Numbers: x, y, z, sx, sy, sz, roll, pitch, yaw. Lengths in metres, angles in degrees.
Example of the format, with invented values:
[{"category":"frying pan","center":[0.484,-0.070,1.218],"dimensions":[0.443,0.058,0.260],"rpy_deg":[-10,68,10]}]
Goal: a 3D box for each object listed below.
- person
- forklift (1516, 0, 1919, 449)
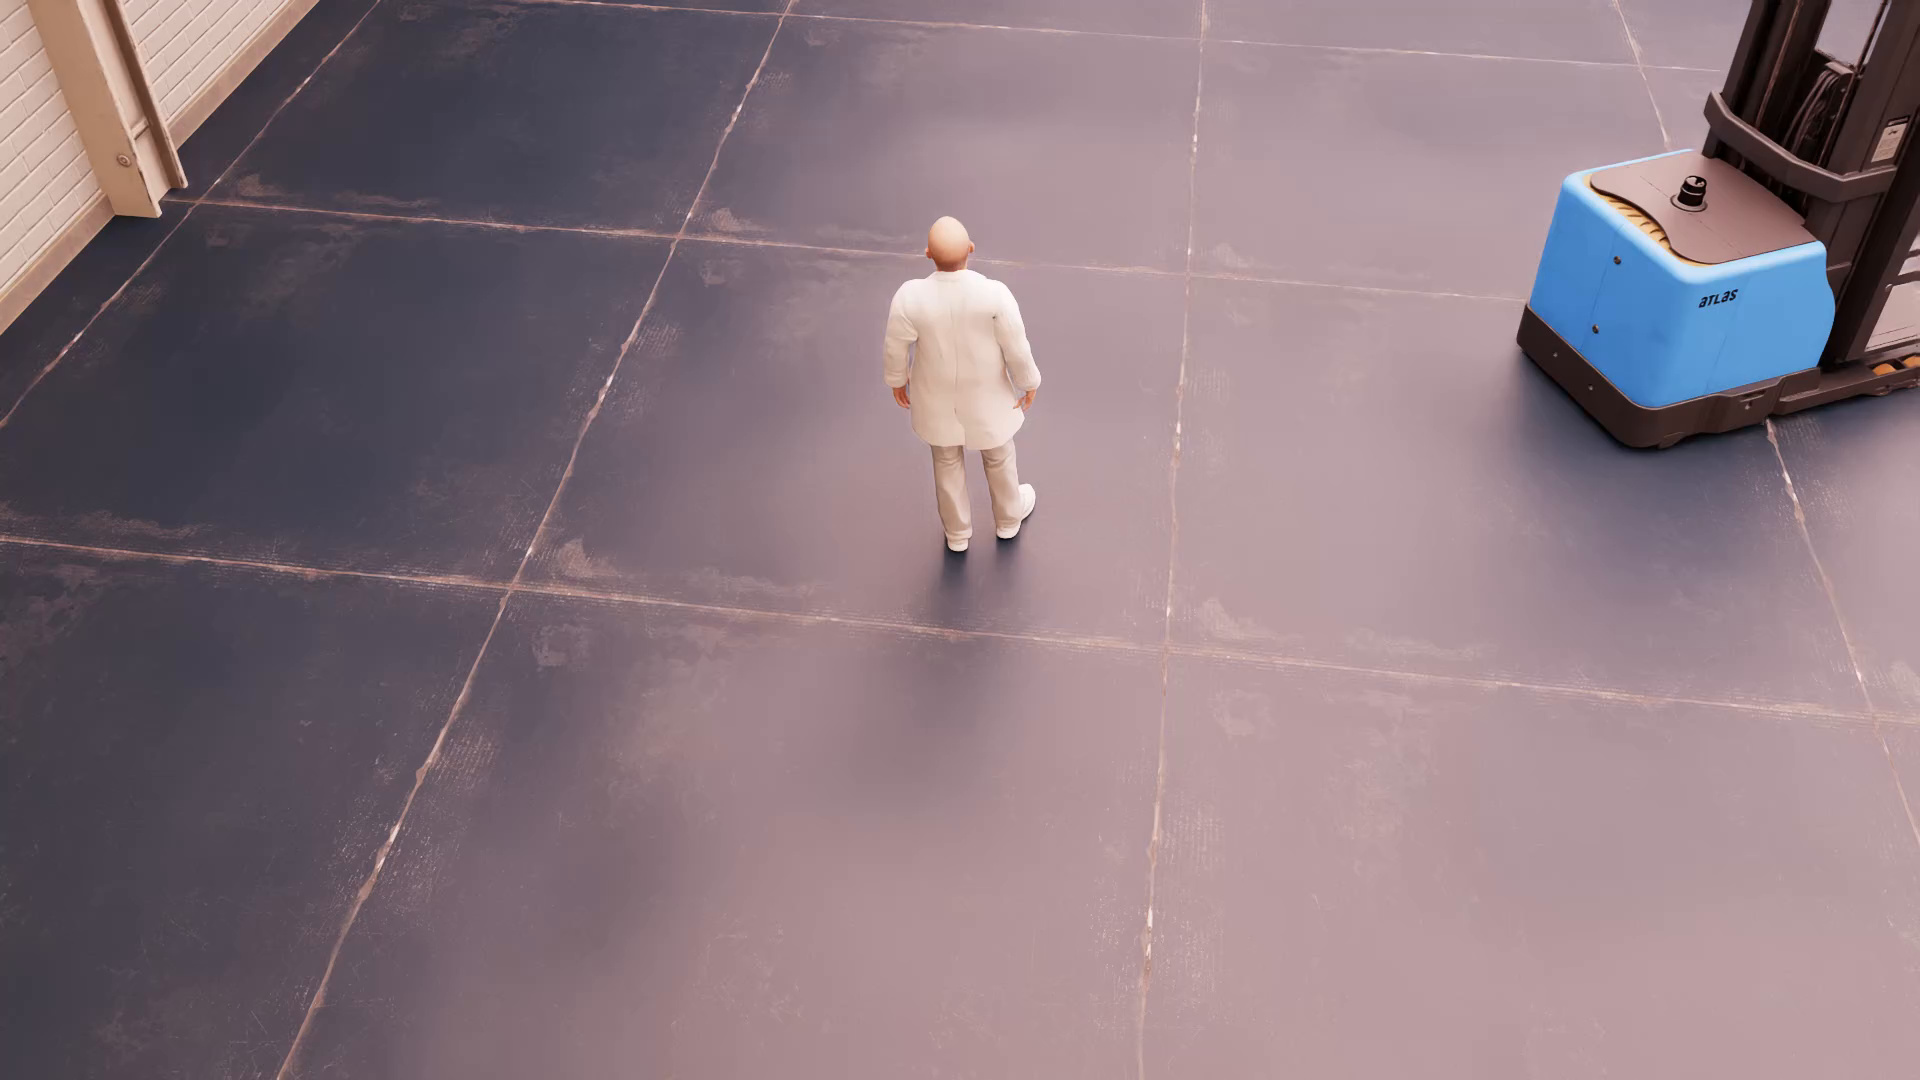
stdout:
[{"category":"person","center":[0.017,-0.720,7.350],"dimensions":[0.696,1.775,0.581],"rpy_deg":[5,43,6]},{"category":"forklift","center":[4.564,-2.156,8.071],"dimensions":[3.031,2.935,1.130],"rpy_deg":[-14,44,-15]}]
